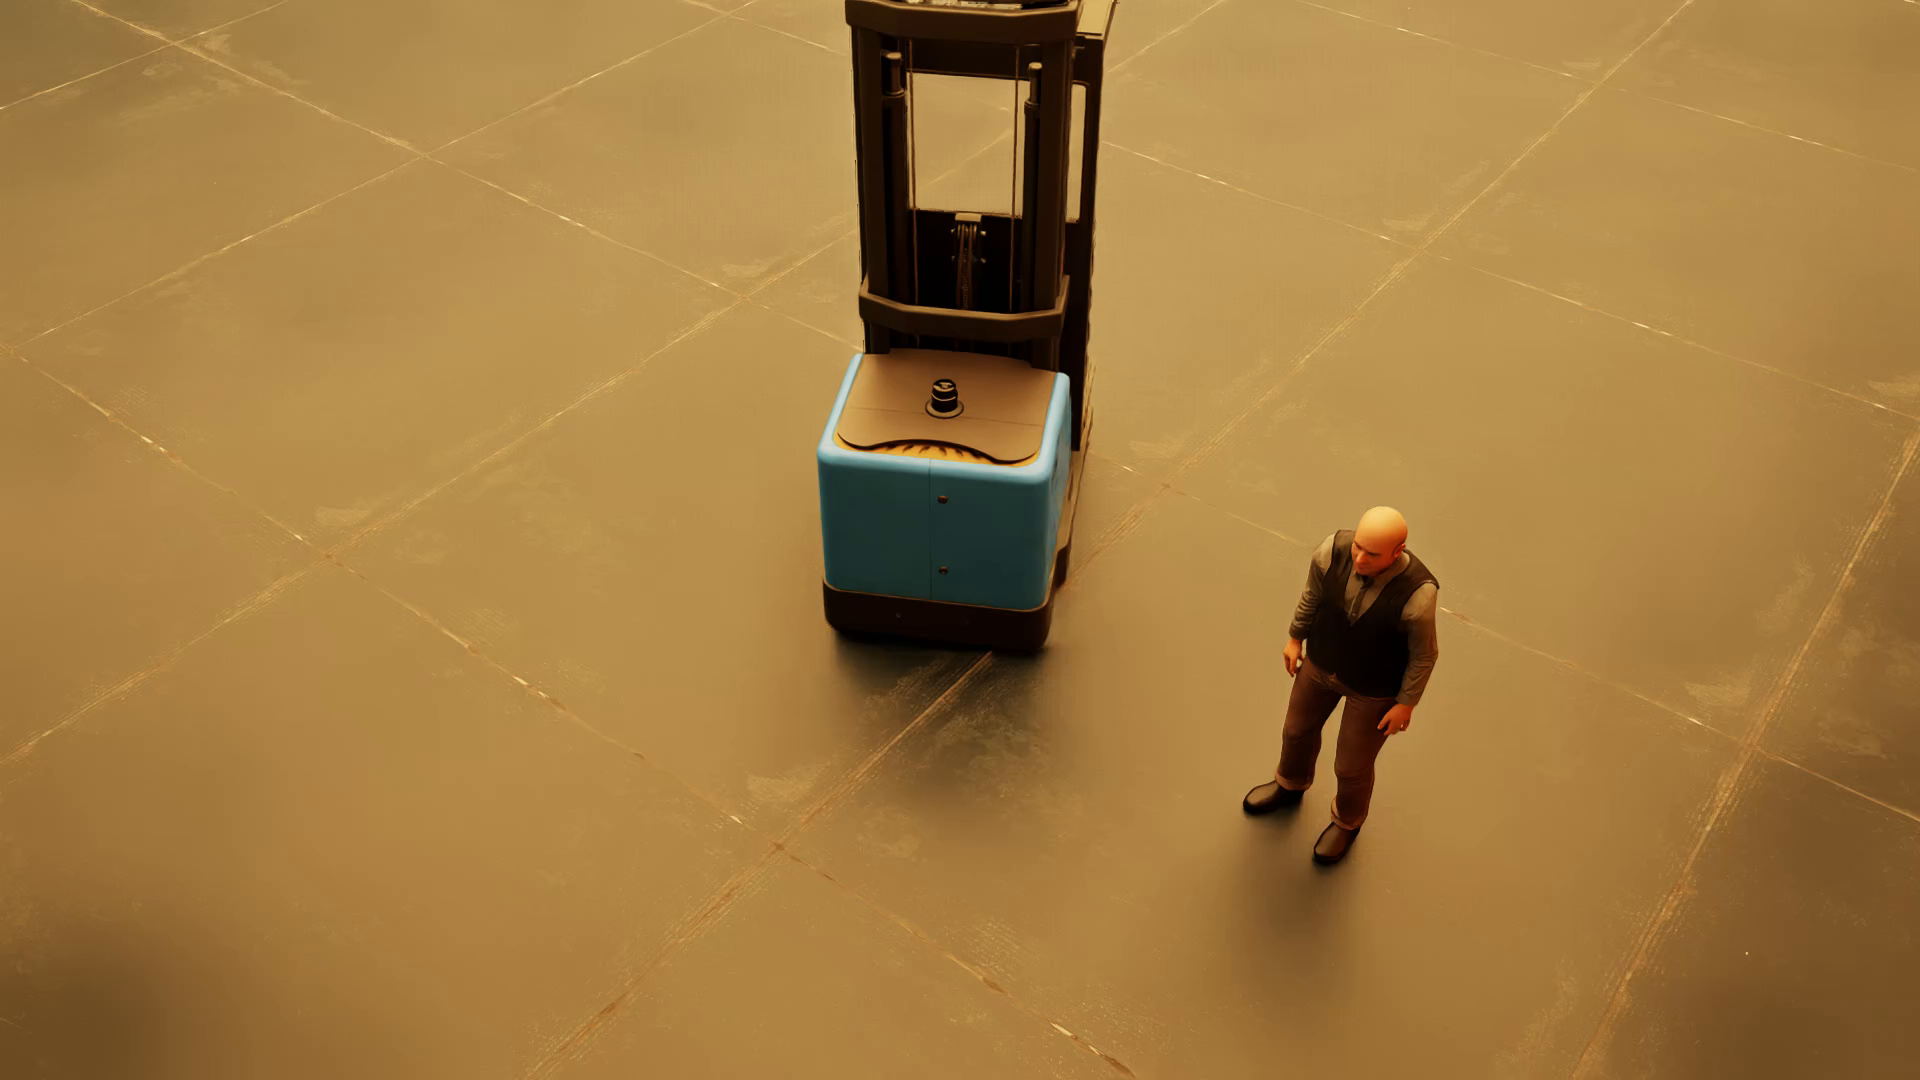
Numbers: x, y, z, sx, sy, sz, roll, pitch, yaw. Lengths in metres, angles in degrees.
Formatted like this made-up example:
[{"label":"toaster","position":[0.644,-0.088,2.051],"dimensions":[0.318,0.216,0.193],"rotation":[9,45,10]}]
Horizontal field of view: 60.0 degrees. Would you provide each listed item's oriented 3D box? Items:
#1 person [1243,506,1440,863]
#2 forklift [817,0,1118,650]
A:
[{"label":"person","position":[1.519,0.512,6.409],"dimensions":[0.421,1.720,0.589],"rotation":[-32,50,-32]},{"label":"forklift","position":[0.117,-1.570,7.916],"dimensions":[1.130,2.935,3.031],"rotation":[6,41,7]}]
